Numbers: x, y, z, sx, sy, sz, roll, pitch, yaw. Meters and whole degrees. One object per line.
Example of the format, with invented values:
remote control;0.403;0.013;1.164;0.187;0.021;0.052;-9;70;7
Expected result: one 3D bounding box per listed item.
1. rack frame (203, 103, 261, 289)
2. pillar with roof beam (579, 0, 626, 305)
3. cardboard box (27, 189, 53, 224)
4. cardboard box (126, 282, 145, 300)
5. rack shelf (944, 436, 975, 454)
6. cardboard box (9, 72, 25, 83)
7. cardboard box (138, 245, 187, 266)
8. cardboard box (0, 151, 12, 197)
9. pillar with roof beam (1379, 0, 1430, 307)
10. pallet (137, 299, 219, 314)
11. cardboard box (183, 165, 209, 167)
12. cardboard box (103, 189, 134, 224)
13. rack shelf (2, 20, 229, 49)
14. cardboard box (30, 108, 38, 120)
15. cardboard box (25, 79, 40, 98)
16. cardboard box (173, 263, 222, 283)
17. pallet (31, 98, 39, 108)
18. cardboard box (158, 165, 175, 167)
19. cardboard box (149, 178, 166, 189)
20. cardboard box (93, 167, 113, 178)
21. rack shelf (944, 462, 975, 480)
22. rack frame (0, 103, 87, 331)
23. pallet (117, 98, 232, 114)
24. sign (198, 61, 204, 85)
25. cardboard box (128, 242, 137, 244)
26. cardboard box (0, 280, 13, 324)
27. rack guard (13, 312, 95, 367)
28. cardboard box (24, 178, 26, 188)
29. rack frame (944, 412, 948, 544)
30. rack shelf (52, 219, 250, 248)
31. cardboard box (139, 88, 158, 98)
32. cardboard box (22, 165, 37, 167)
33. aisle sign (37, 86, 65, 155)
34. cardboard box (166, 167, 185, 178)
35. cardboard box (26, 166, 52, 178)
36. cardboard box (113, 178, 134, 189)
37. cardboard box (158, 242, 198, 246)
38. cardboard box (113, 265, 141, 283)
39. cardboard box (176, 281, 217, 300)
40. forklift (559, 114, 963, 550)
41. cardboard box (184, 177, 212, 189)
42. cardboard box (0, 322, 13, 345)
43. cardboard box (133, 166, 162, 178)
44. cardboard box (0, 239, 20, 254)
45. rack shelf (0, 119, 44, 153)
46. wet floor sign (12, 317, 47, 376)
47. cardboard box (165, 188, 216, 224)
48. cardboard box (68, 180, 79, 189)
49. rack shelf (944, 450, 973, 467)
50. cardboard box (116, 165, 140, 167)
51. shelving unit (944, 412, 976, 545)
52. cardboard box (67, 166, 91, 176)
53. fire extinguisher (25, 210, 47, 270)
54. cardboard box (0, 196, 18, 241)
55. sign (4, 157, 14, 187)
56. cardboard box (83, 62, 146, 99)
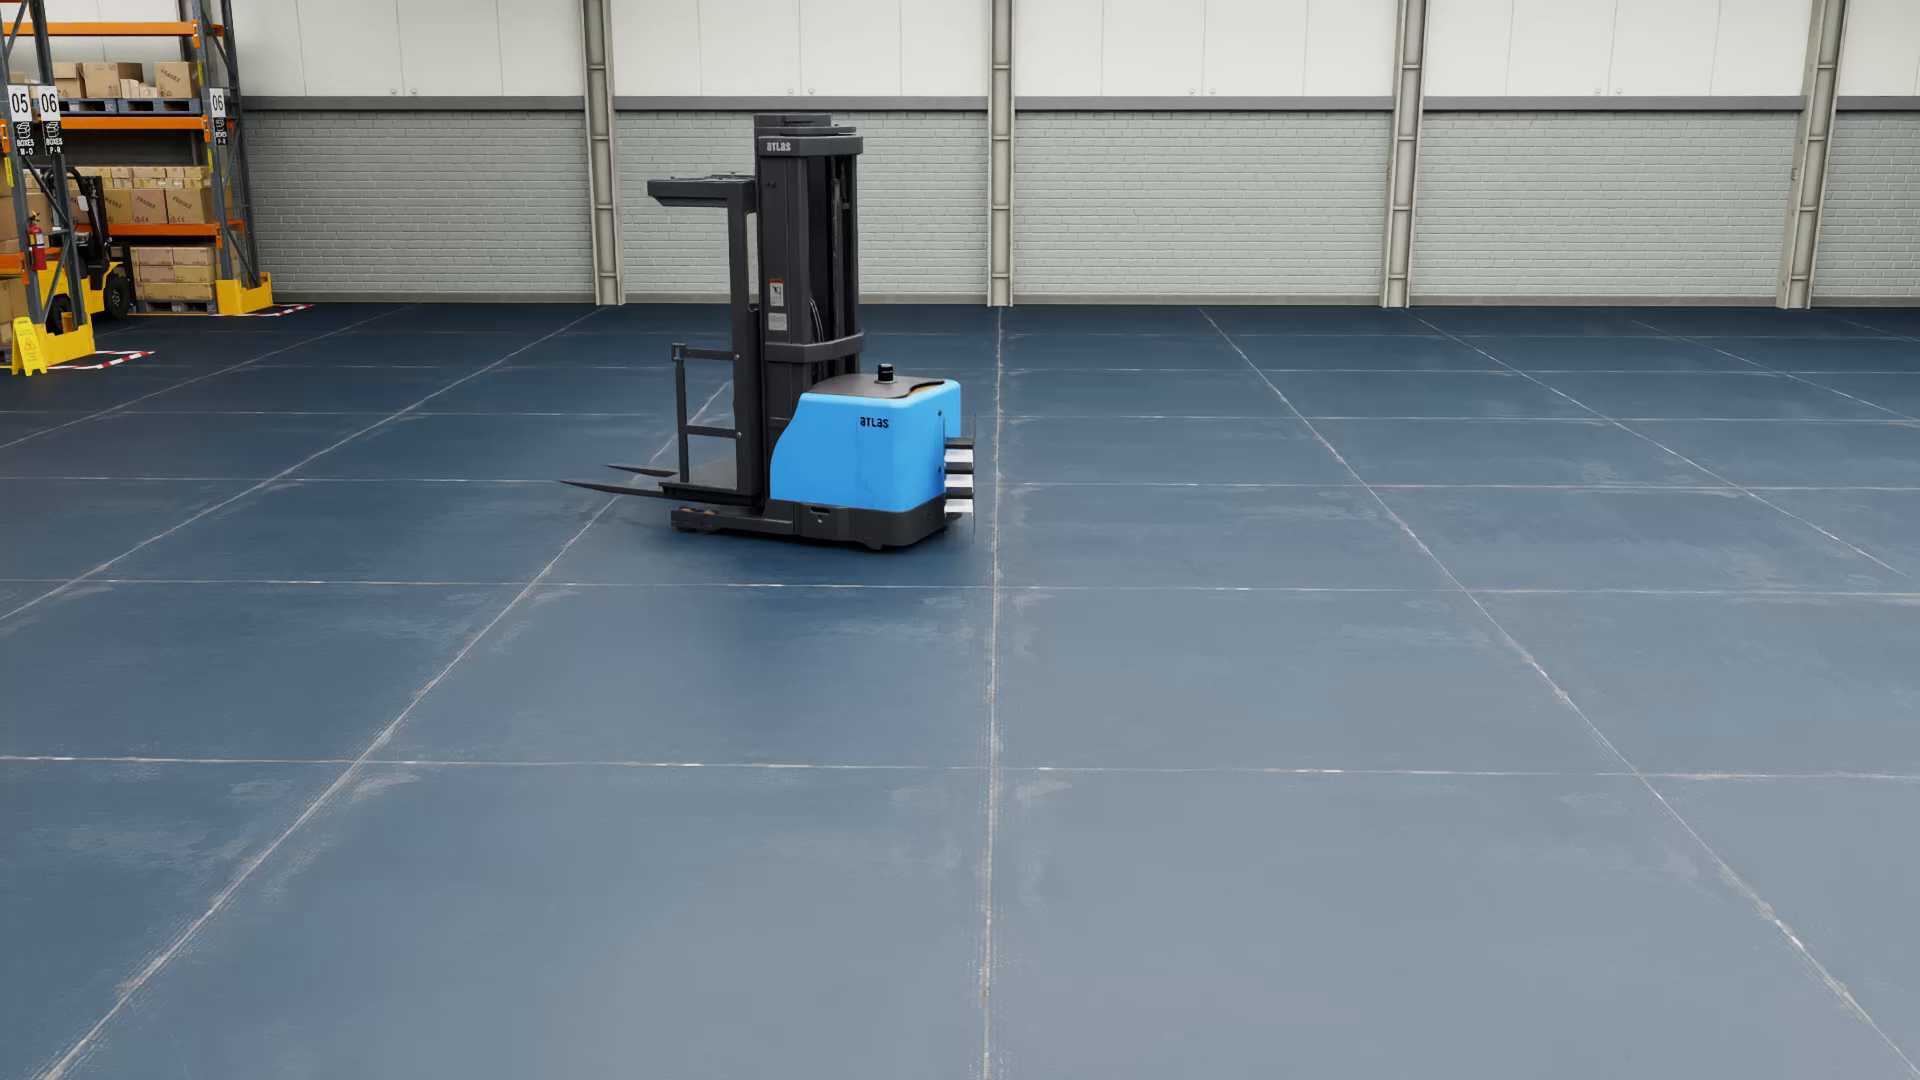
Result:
rack frame;-10.707;-4.897;24.520;0.127;3.000;1.000;0;15;1
pillar with roof beam;-5.492;-6.895;20.334;0.400;9.000;9.100;0;15;1
cardboard box;-13.242;-4.899;24.334;0.500;0.500;0.500;0;15;1
cardboard box;-12.182;-3.704;24.566;0.500;0.250;0.500;1;15;2
rack shelf;0.001;-0.663;11.659;0.200;0.077;0.258;1;15;4
cardboard box;-11.181;-5.400;19.476;0.250;0.149;0.380;0;15;1
cardboard box;-11.686;-4.179;24.406;0.500;0.250;0.500;1;15;2
cardboard box;-11.347;-4.254;19.345;0.500;0.500;0.700;0;15;0
pillar with roof beam;6.504;-6.817;20.037;0.400;9.000;9.100;0;15;1
pallet;-11.473;-3.543;24.854;1.213;0.211;1.003;0;15;1
cardboard box;-11.302;-5.477;24.668;0.250;0.149;0.380;1;15;3
cardboard box;-12.237;-4.890;24.300;0.500;0.500;0.500;0;15;0
rack shelf;-12.707;-7.269;23.947;4.000;0.370;1.077;0;15;1
cardboard box;-11.154;-5.045;19.693;0.250;0.149;0.380;0;15;1
cardboard box;-13.230;-6.472;23.857;0.258;0.266;0.396;0;15;0
cardboard box;-11.202;-3.935;24.463;0.500;0.250;0.500;0;15;1
pallet;-13.853;-6.331;24.251;1.213;0.211;1.003;0;15;1
cardboard box;-11.810;-5.473;24.654;0.250;0.149;0.380;0;15;2
cardboard box;-11.575;-5.201;24.205;0.250;0.149;0.380;1;15;2
cardboard box;-12.349;-5.334;24.126;0.250;0.149;0.380;1;15;3
rack shelf;0.001;-0.488;11.705;0.200;0.077;0.258;1;15;4
rack frame;-10.830;-3.631;19.722;0.127;3.000;1.000;0;15;1
pallet;-11.414;-6.316;24.191;1.213;0.211;1.003;0;15;1
sign;-10.735;-6.599;23.510;0.005;0.325;0.100;0;15;1
cardboard box;-12.694;-4.319;24.935;0.500;0.250;0.500;0;15;0
cardboard box;-11.638;-2.806;19.691;0.500;0.500;0.500;0;15;2
rack guard;-10.906;-2.423;20.043;0.348;0.500;1.175;0;15;1
cardboard box;-13.629;-5.199;24.199;0.250;0.149;0.380;1;15;3
rack frame;-0.101;-0.436;11.727;0.006;0.900;0.240;1;15;4
rack shelf;-12.707;-4.562;24.661;4.000;0.370;1.077;0;15;1
cardboard box;-11.544;-6.405;23.830;0.250;0.149;0.380;0;15;0
cardboard box;-13.865;-5.493;24.730;0.250;0.149;0.380;0;15;1
aisle sign;-10.761;-4.966;19.688;0.004;0.787;0.394;0;15;1
cardboard box;-11.318;-5.345;24.168;0.250;0.149;0.380;0;15;2
cardboard box;-13.361;-5.350;24.188;0.250;0.149;0.380;0;15;1
cardboard box;-12.091;-5.195;24.183;0.250;0.149;0.380;0;15;0
cardboard box;-11.683;-4.307;24.893;0.500;0.250;0.500;0;15;2
cardboard box;-12.220;-3.939;24.478;0.500;0.250;0.500;0;15;0
cardboard box;-11.185;-3.693;24.523;0.500;0.250;0.500;0;15;2
forklift;-1.545;-1.575;12.065;3.031;2.935;1.130;6;16;23
cardboard box;-11.061;-5.190;24.162;0.250;0.149;0.380;1;15;2
cardboard box;-11.669;-2.441;19.780;0.500;0.250;0.500;0;15;1
cardboard box;-11.827;-5.360;24.226;0.250;0.149;0.380;0;15;2
cardboard box;-11.210;-3.457;19.557;0.250;0.149;0.380;1;15;3
rack shelf;-12.830;-4.746;19.480;4.000;0.370;1.077;0;15;1
wet floor sign;-10.668;-2.218;18.983;0.232;0.644;0.267;6;16;21
cardboard box;-11.206;-4.881;24.266;0.500;0.500;0.500;0;15;0
cardboard box;-12.849;-5.200;24.204;0.250;0.149;0.380;0;15;0
rack shelf;0.001;-0.576;11.682;0.200;0.077;0.258;1;15;4
cardboard box;-12.334;-5.495;24.738;0.250;0.149;0.380;0;15;0
shelving unit;0.001;-0.434;11.720;0.210;0.900;0.258;1;15;4
cardboard box;-12.856;-5.366;24.246;0.250;0.149;0.380;0;15;2
fire extinguisher;-10.728;-3.475;19.284;0.183;0.674;0.296;0;15;1
cardboard box;-11.380;-3.756;19.418;0.500;0.500;0.500;0;15;0
sign;-10.865;-4.202;18.998;0.005;0.325;0.100;0;15;1
cardboard box;-12.177;-6.620;23.956;0.500;0.500;0.700;0;15;2
